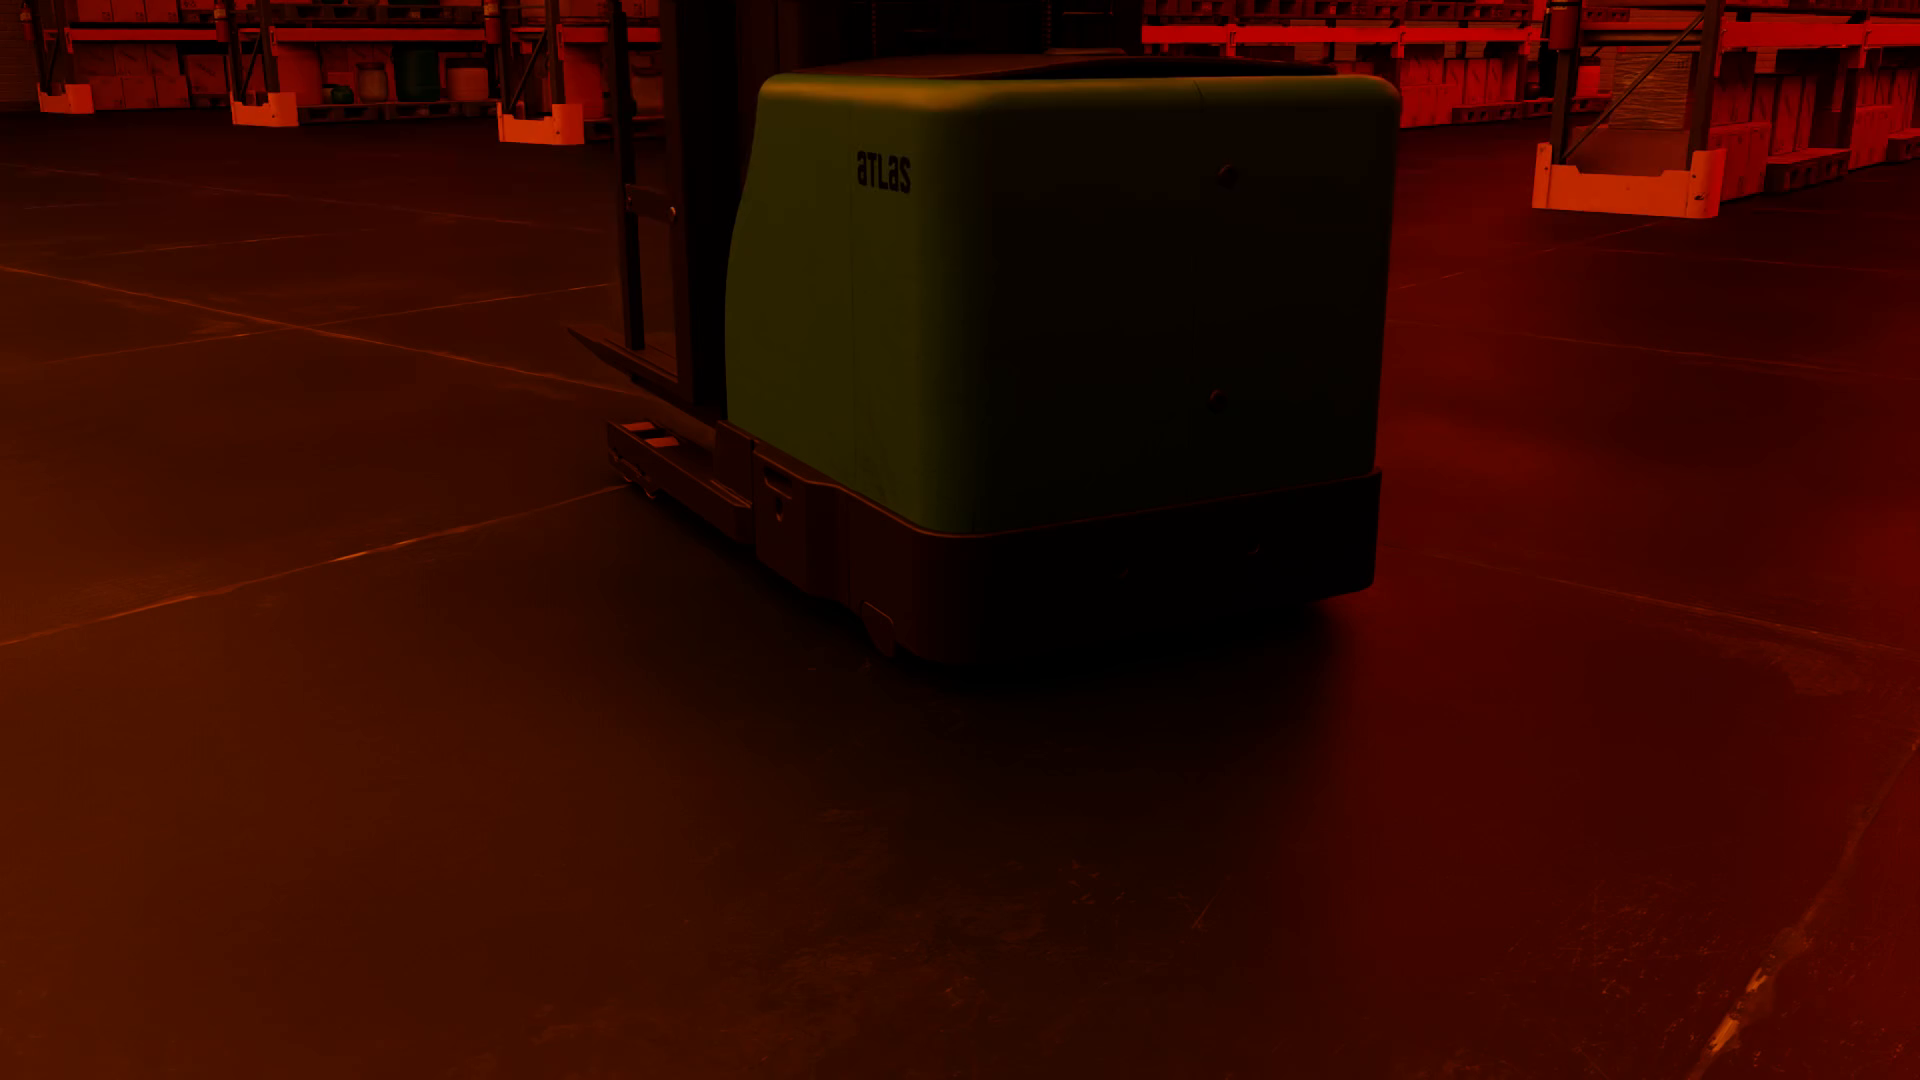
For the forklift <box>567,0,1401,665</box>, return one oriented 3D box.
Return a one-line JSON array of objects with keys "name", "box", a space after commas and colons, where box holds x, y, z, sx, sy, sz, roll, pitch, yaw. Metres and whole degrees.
[{"name": "forklift", "box": [-0.288, -1.559, 4.031, 1.130, 2.935, 3.031, -9, 19, -27]}]
